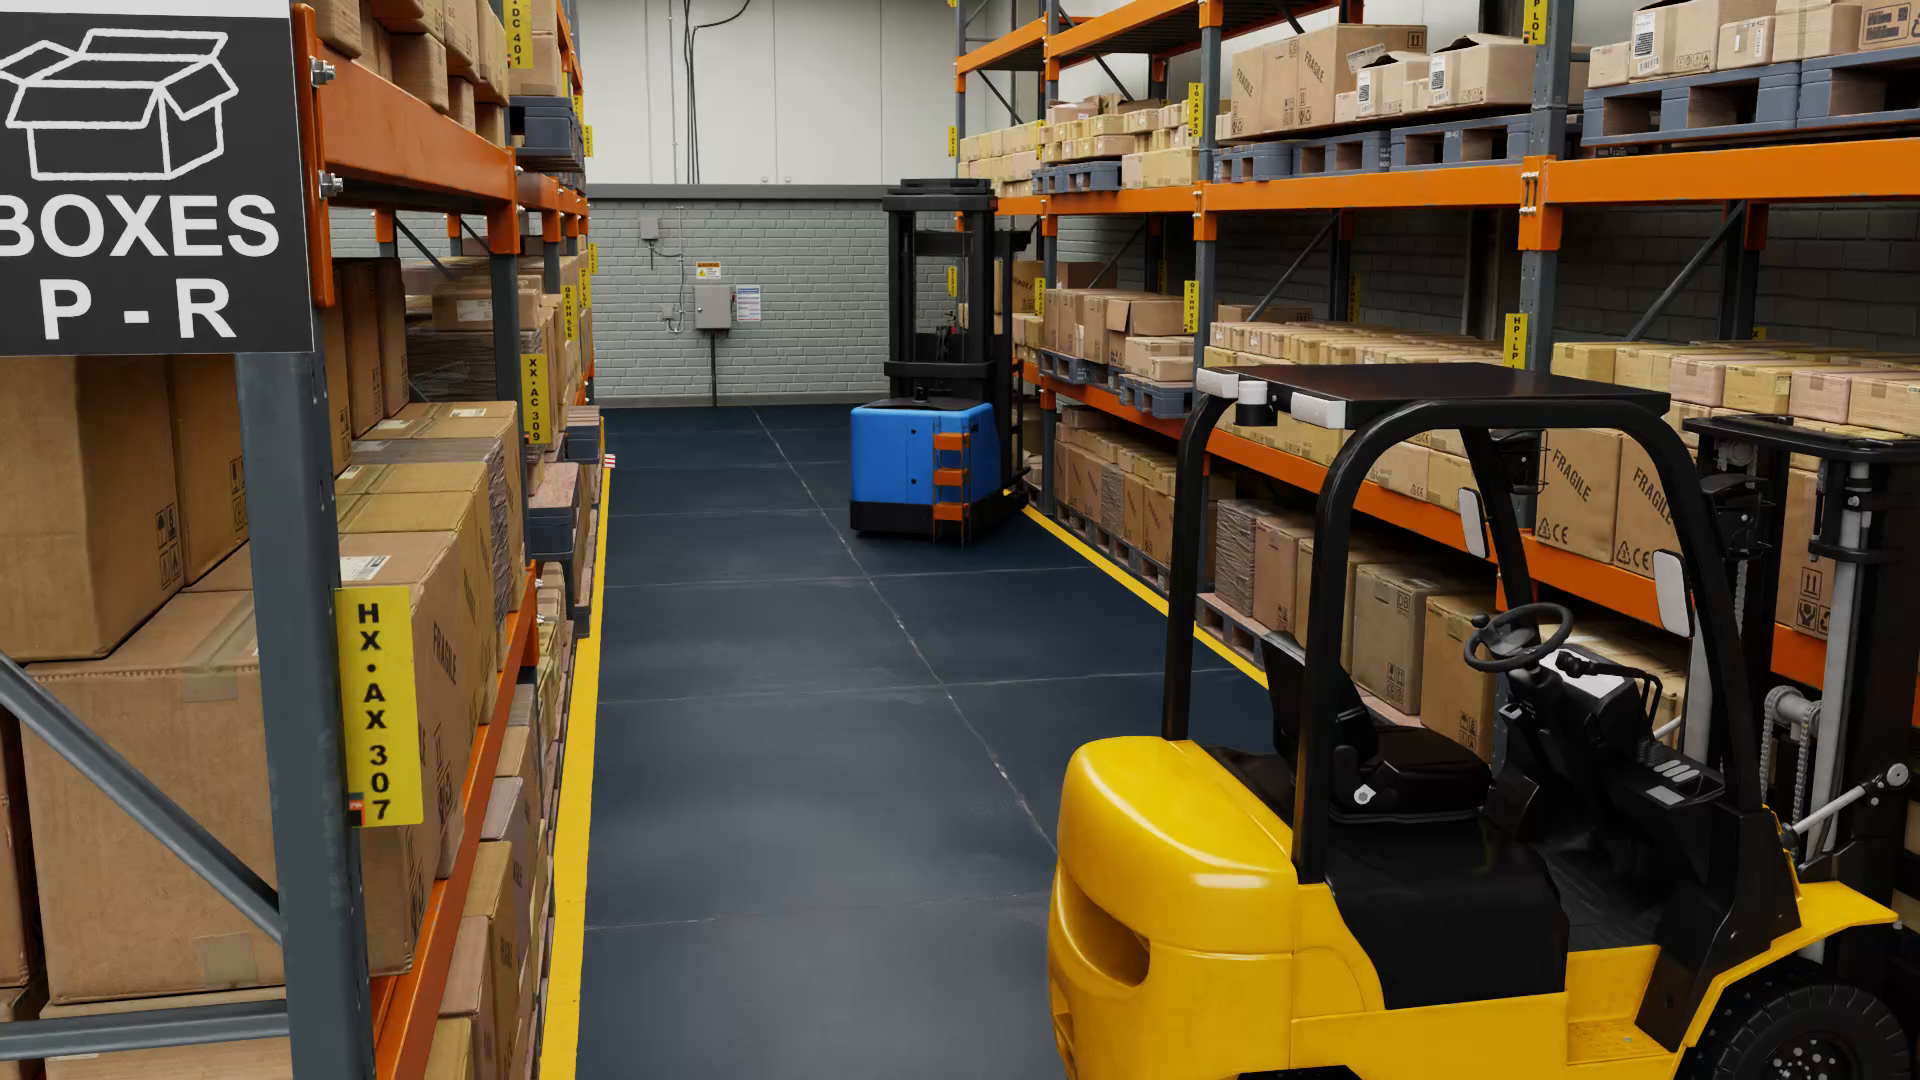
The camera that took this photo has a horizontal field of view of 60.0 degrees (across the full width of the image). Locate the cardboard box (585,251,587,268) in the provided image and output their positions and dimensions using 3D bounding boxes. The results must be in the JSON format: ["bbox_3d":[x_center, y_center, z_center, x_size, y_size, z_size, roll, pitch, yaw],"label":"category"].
[{"bbox_3d":[-3.863,-2.543,16.091,0.500,0.500,0.500,-2,11,-11],"label":"cardboard box"}]

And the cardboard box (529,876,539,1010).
[{"bbox_3d":[-1.587,1.274,5.214,0.500,0.250,0.500,-2,11,-13],"label":"cardboard box"}]

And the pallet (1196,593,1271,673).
[{"bbox_3d":[2.133,0.541,10.292,1.003,0.211,1.213,-2,11,-11],"label":"pallet"}]

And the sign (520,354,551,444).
[{"bbox_3d":[-1.549,-0.513,6.055,0.100,0.325,0.005,-2,11,-11],"label":"sign"}]

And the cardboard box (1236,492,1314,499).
[{"bbox_3d":[2.204,-0.047,11.486,0.500,0.500,0.500,-2,11,-9],"label":"cardboard box"}]

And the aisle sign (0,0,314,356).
[{"bbox_3d":[-0.985,-0.610,1.927,0.394,0.787,0.004,-2,11,-11],"label":"aisle sign"}]

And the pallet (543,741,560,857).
[{"bbox_3d":[-2.232,1.160,7.036,1.003,0.211,1.213,-2,11,-11],"label":"pallet"}]

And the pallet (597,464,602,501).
[{"bbox_3d":[-3.947,-0.531,15.921,1.003,0.211,1.213,-2,11,-11],"label":"pallet"}]

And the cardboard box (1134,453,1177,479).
[{"bbox_3d":[1.519,-0.555,12.416,0.380,0.149,0.250,-2,11,-12],"label":"cardboard box"}]

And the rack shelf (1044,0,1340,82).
[{"bbox_3d":[1.622,-3.746,12.303,1.077,0.370,4.000,-2,11,-11],"label":"rack shelf"}]

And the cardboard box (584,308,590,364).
[{"bbox_3d":[-3.654,-1.863,15.193,0.500,0.500,0.500,-2,11,-11],"label":"cardboard box"}]

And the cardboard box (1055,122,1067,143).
[{"bbox_3d":[0.990,-3.302,13.485,0.380,0.149,0.250,-2,11,-12],"label":"cardboard box"}]

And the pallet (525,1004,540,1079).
[{"bbox_3d":[-1.673,1.649,4.468,1.003,0.211,1.213,-2,11,-11],"label":"pallet"}]

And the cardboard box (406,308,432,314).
[{"bbox_3d":[-2.689,-0.827,7.831,0.500,0.500,0.500,-3,11,-13],"label":"cardboard box"}]

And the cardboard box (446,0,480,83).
[{"bbox_3d":[-1.545,-1.355,4.376,0.500,0.250,0.500,-2,11,-12],"label":"cardboard box"}]

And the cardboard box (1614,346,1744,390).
[{"bbox_3d":[2.717,-0.649,6.284,0.380,0.149,0.250,-2,11,-10],"label":"cardboard box"}]

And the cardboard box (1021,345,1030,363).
[{"bbox_3d":[0.777,-1.735,15.461,0.380,0.149,0.250,-2,11,-10],"label":"cardboard box"}]

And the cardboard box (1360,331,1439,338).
[{"bbox_3d":[2.514,-1.110,9.505,0.380,0.149,0.250,-2,11,-11],"label":"cardboard box"}]

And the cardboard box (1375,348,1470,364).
[{"bbox_3d":[2.270,-0.858,8.178,0.380,0.149,0.250,-2,11,-12],"label":"cardboard box"}]

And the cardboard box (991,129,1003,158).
[{"bbox_3d":[0.595,-3.871,16.260,0.500,0.250,0.500,-2,11,-9],"label":"cardboard box"}]

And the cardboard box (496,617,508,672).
[{"bbox_3d":[-1.517,0.291,4.819,0.380,0.149,0.250,-2,11,-12],"label":"cardboard box"}]

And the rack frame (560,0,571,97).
[{"bbox_3d":[-3.635,-4.481,13.173,1.000,3.000,0.127,-2,11,-11],"label":"rack frame"}]

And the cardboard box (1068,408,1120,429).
[{"bbox_3d":[1.139,-1.037,14.154,0.380,0.149,0.250,-3,11,-14],"label":"cardboard box"}]

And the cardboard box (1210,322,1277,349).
[{"bbox_3d":[1.784,-1.280,10.398,0.380,0.149,0.250,-2,11,-9],"label":"cardboard box"}]

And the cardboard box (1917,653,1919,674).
[{"bbox_3d":[3.022,0.166,4.533,0.500,0.500,0.500,-2,11,-12],"label":"cardboard box"}]

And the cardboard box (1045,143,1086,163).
[{"bbox_3d":[0.917,-3.203,13.761,0.380,0.149,0.250,-2,11,-10],"label":"cardboard box"}]

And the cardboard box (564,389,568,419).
[{"bbox_3d":[-2.347,-0.741,9.114,0.380,0.149,0.250,-2,11,-11],"label":"cardboard box"}]

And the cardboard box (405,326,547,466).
[{"bbox_3d":[-1.889,-0.565,6.455,0.500,0.500,0.500,-2,11,-10],"label":"cardboard box"}]

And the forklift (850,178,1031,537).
[{"bbox_3d":[-0.004,-1.701,14.797,1.130,2.935,3.031,3,11,16],"label":"forklift"}]

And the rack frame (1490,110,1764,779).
[{"bbox_3d":[2.789,-0.248,6.977,1.000,3.000,0.127,-2,11,-11],"label":"rack frame"}]

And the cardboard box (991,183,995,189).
[{"bbox_3d":[0.492,-3.447,16.436,0.380,0.149,0.250,-2,11,-11],"label":"cardboard box"}]

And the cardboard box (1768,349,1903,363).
[{"bbox_3d":[3.220,-0.619,6.127,0.380,0.149,0.250,-2,11,-12],"label":"cardboard box"}]

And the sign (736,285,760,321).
[{"bbox_3d":[-3.000,-3.360,23.581,0.329,0.494,0.001,-2,11,-11],"label":"sign"}]

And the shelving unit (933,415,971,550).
[{"bbox_3d":[-0.066,-0.461,13.310,0.252,1.050,0.215,3,11,17],"label":"shelving unit"}]

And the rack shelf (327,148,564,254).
[{"bbox_3d":[-2.468,-1.554,7.739,1.077,0.370,4.000,-2,11,-11],"label":"rack shelf"}]

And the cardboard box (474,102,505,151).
[{"bbox_3d":[-1.718,-1.370,5.522,0.380,0.149,0.250,-2,11,-11],"label":"cardboard box"}]

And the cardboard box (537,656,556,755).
[{"bbox_3d":[-2.327,0.790,7.429,0.950,0.372,0.625,-1,11,-7],"label":"cardboard box"}]

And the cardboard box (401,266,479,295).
[{"bbox_3d":[-3.215,-1.426,10.225,0.500,0.500,0.500,-2,11,-13],"label":"cardboard box"}]

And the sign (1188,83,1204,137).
[{"bbox_3d":[1.478,-2.690,10.401,0.100,0.325,0.005,-2,11,-11],"label":"sign"}]

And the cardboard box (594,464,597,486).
[{"bbox_3d":[-3.827,-0.765,15.423,0.875,0.438,0.875,-2,11,-13],"label":"cardboard box"}]

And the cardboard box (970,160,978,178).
[{"bbox_3d":[0.392,-3.811,17.281,0.500,0.250,0.500,-2,11,-10],"label":"cardboard box"}]

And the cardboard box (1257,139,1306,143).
[{"bbox_3d":[2.174,-2.653,10.926,0.380,0.149,0.250,-2,11,-10],"label":"cardboard box"}]

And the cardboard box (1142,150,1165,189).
[{"bbox_3d":[1.574,-2.559,11.498,0.500,0.250,0.500,-2,11,-11],"label":"cardboard box"}]

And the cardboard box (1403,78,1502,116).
[{"bbox_3d":[2.277,-2.044,7.673,0.380,0.149,0.250,-2,11,-11],"label":"cardboard box"}]

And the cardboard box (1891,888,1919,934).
[{"bbox_3d":[2.957,1.120,4.682,0.500,0.250,0.500,-2,11,-12],"label":"cardboard box"}]

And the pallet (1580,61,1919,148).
[{"bbox_3d":[2.980,-1.523,5.888,1.003,0.211,1.213,-2,11,-11],"label":"pallet"}]

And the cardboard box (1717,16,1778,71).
[{"bbox_3d":[2.728,-1.619,5.441,0.380,0.149,0.250,-2,11,-9],"label":"cardboard box"}]

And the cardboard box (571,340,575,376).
[{"bbox_3d":[-2.898,-1.261,11.363,0.500,0.250,0.500,-2,11,-11],"label":"cardboard box"}]

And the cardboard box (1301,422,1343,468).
[{"bbox_3d":[2.157,-0.536,8.891,0.500,0.250,0.500,-2,11,-9],"label":"cardboard box"}]

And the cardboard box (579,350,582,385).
[{"bbox_3d":[-3.301,-1.387,13.364,0.500,0.250,0.500,-2,11,-12],"label":"cardboard box"}]

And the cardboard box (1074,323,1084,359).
[{"bbox_3d":[1.127,-1.587,13.247,0.396,0.266,0.258,-2,11,-8],"label":"cardboard box"}]

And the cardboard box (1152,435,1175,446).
[{"bbox_3d":[1.776,-0.764,13.518,0.380,0.149,0.250,-2,11,-9],"label":"cardboard box"}]

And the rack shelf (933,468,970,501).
[{"bbox_3d":[-0.066,-0.450,13.312,0.240,0.259,0.215,3,11,17],"label":"rack shelf"}]

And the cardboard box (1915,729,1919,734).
[{"bbox_3d":[3.379,0.766,5.206,0.500,0.250,0.500,-2,11,-12],"label":"cardboard box"}]

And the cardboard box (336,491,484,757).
[{"bbox_3d":[-1.326,0.186,3.632,0.500,0.500,0.500,-2,11,-12],"label":"cardboard box"}]
